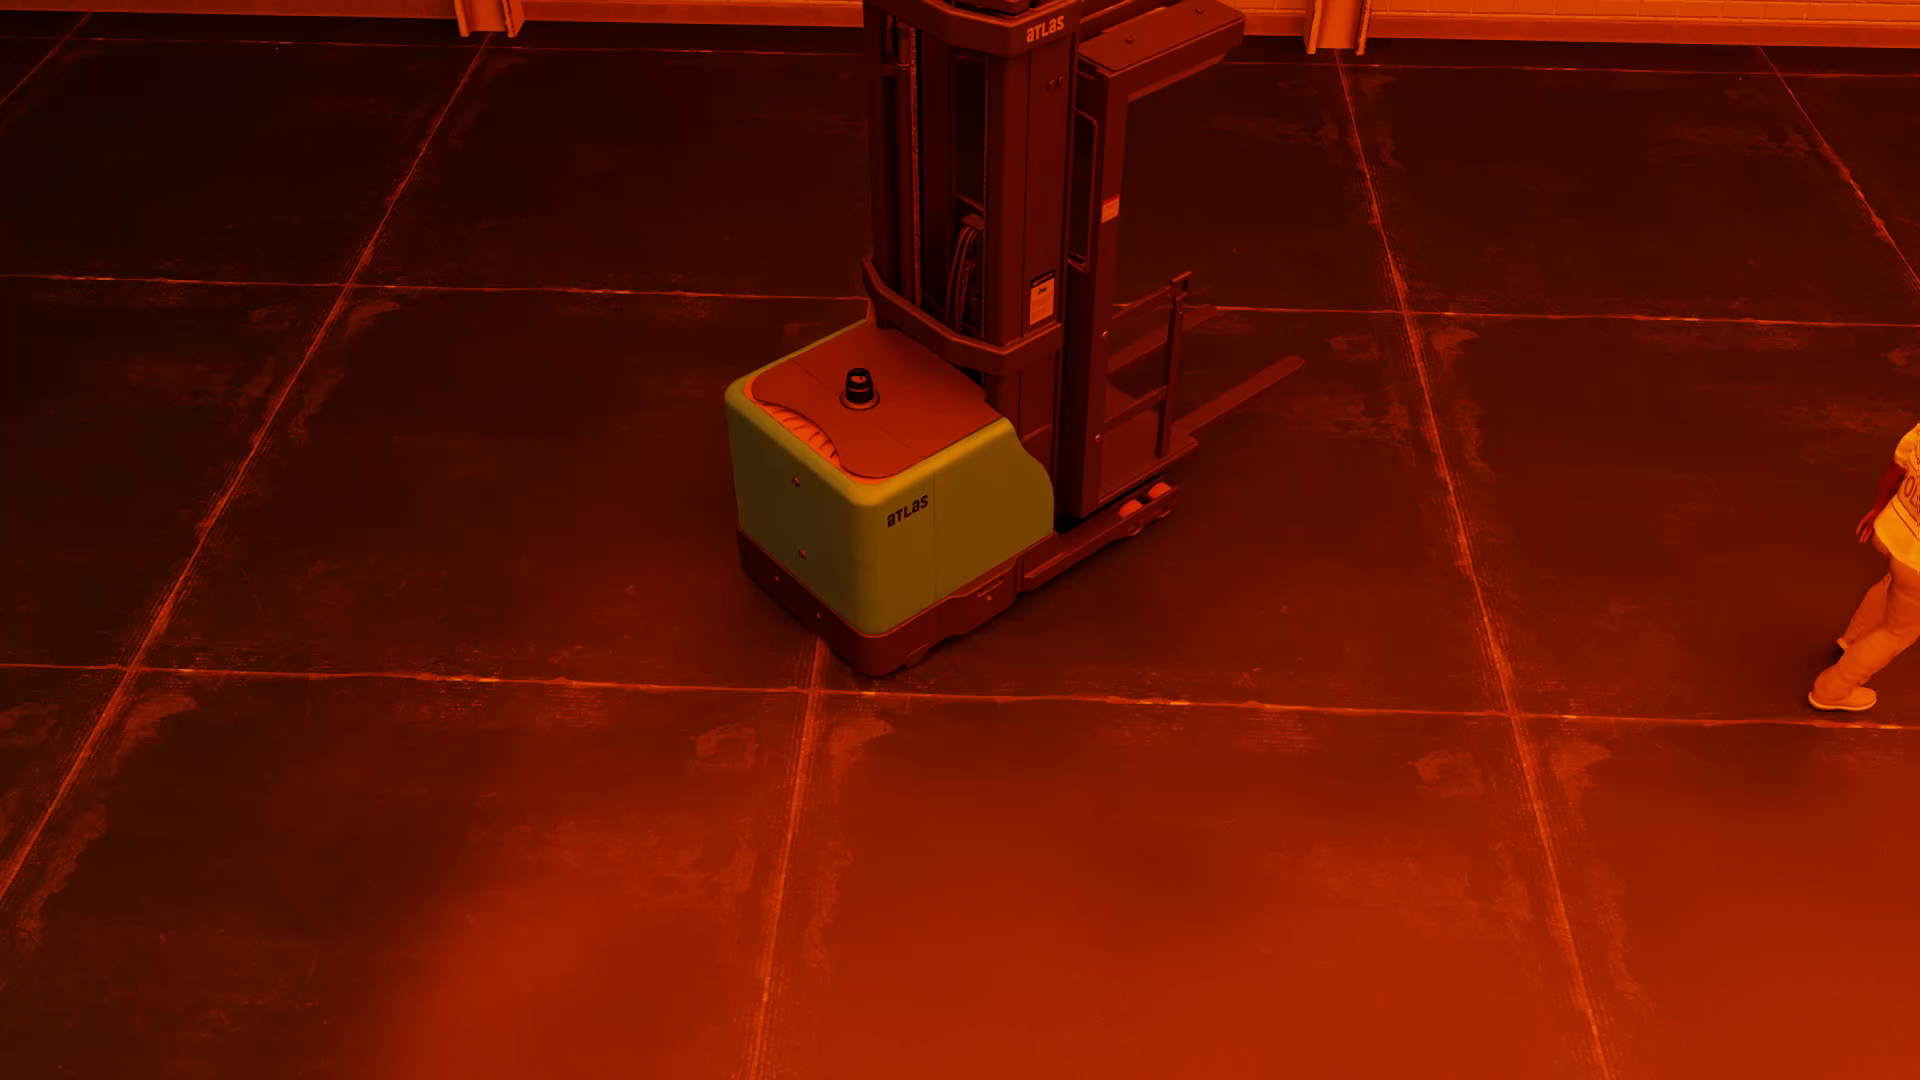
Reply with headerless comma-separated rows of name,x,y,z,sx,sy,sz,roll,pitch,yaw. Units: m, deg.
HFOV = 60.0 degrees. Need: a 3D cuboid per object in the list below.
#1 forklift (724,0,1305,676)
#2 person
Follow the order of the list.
forklift,0.427,-1.349,7.220,3.031,2.935,1.130,-30,50,-29
person,3.884,0.049,6.689,0.507,1.719,0.560,-4,43,-4
